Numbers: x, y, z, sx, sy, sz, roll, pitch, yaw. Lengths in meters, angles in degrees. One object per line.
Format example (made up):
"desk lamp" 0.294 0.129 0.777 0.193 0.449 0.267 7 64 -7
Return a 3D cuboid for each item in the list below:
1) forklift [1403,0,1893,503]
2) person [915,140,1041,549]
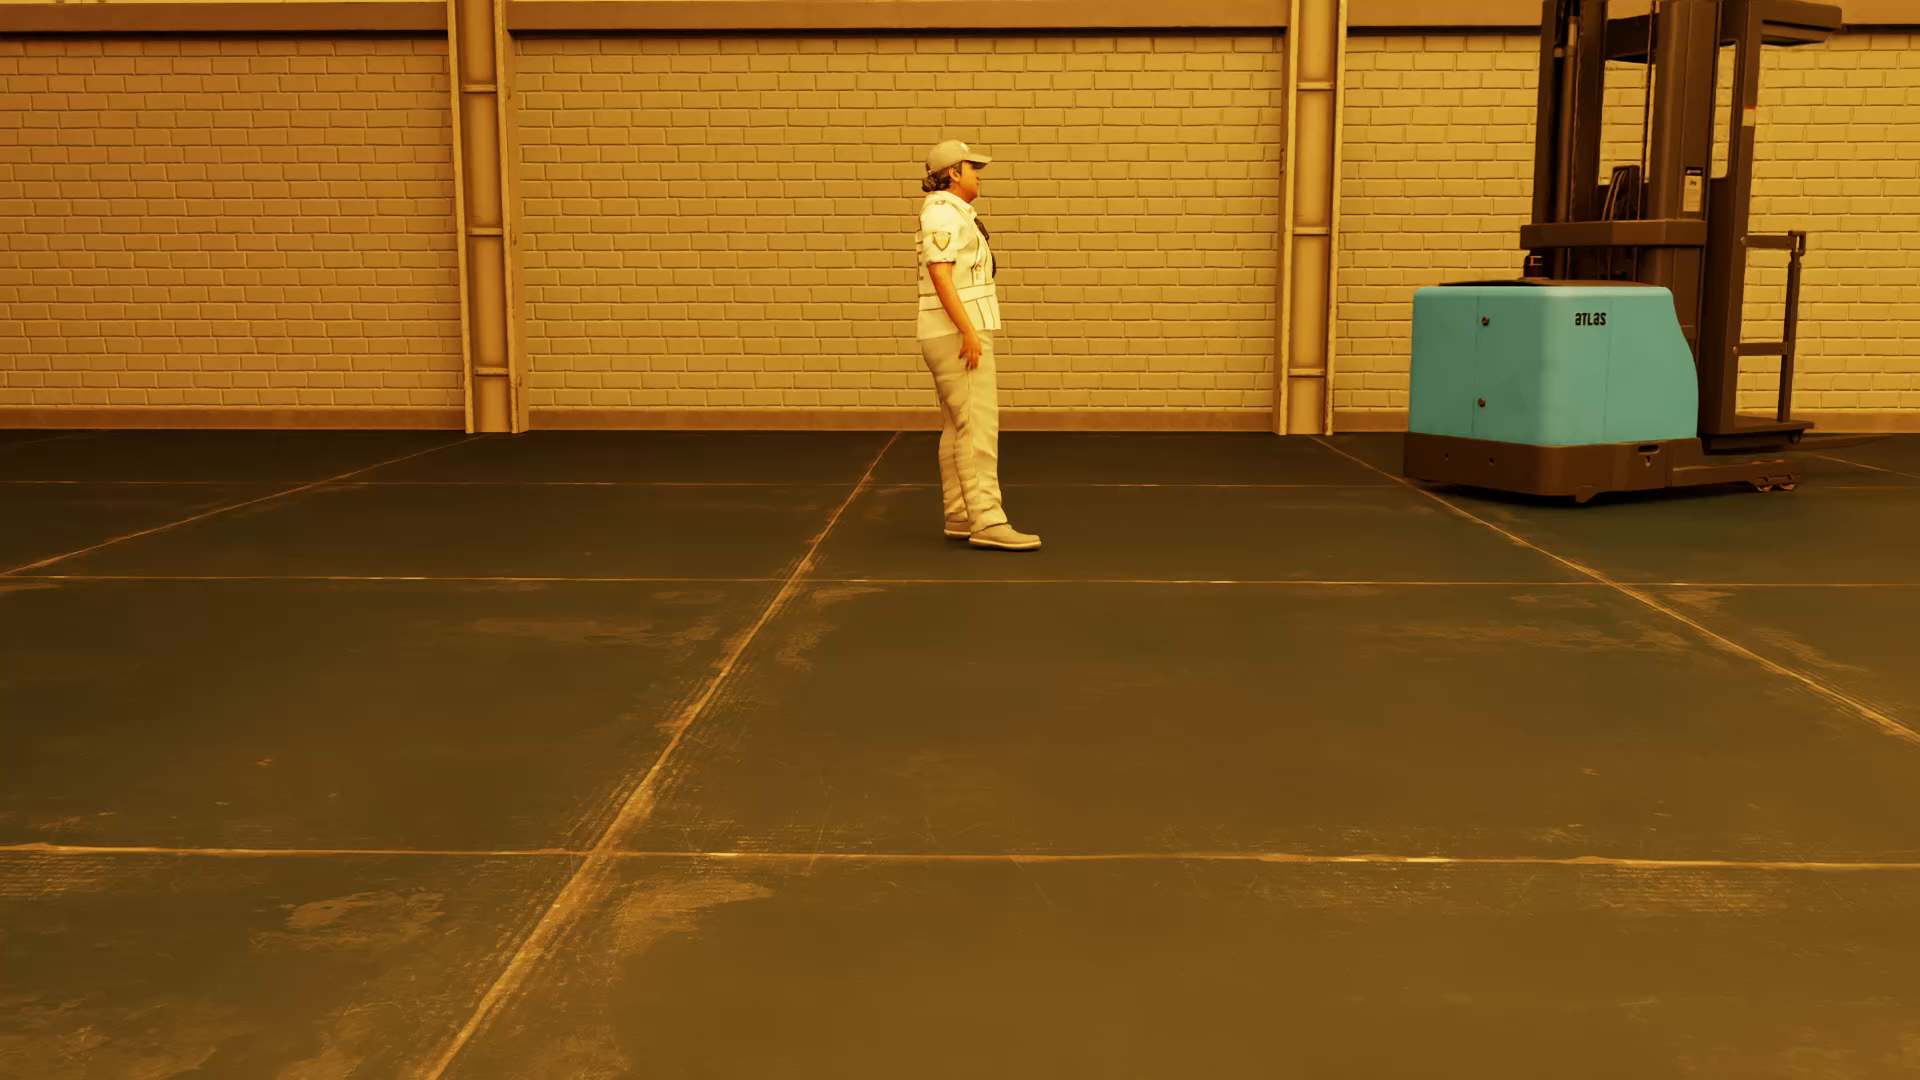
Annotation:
"forklift" 3.904 -1.764 8.971 3.031 2.935 1.130 -5 10 -29
"person" 0.076 -0.828 6.976 0.529 1.670 0.598 0 9 1
